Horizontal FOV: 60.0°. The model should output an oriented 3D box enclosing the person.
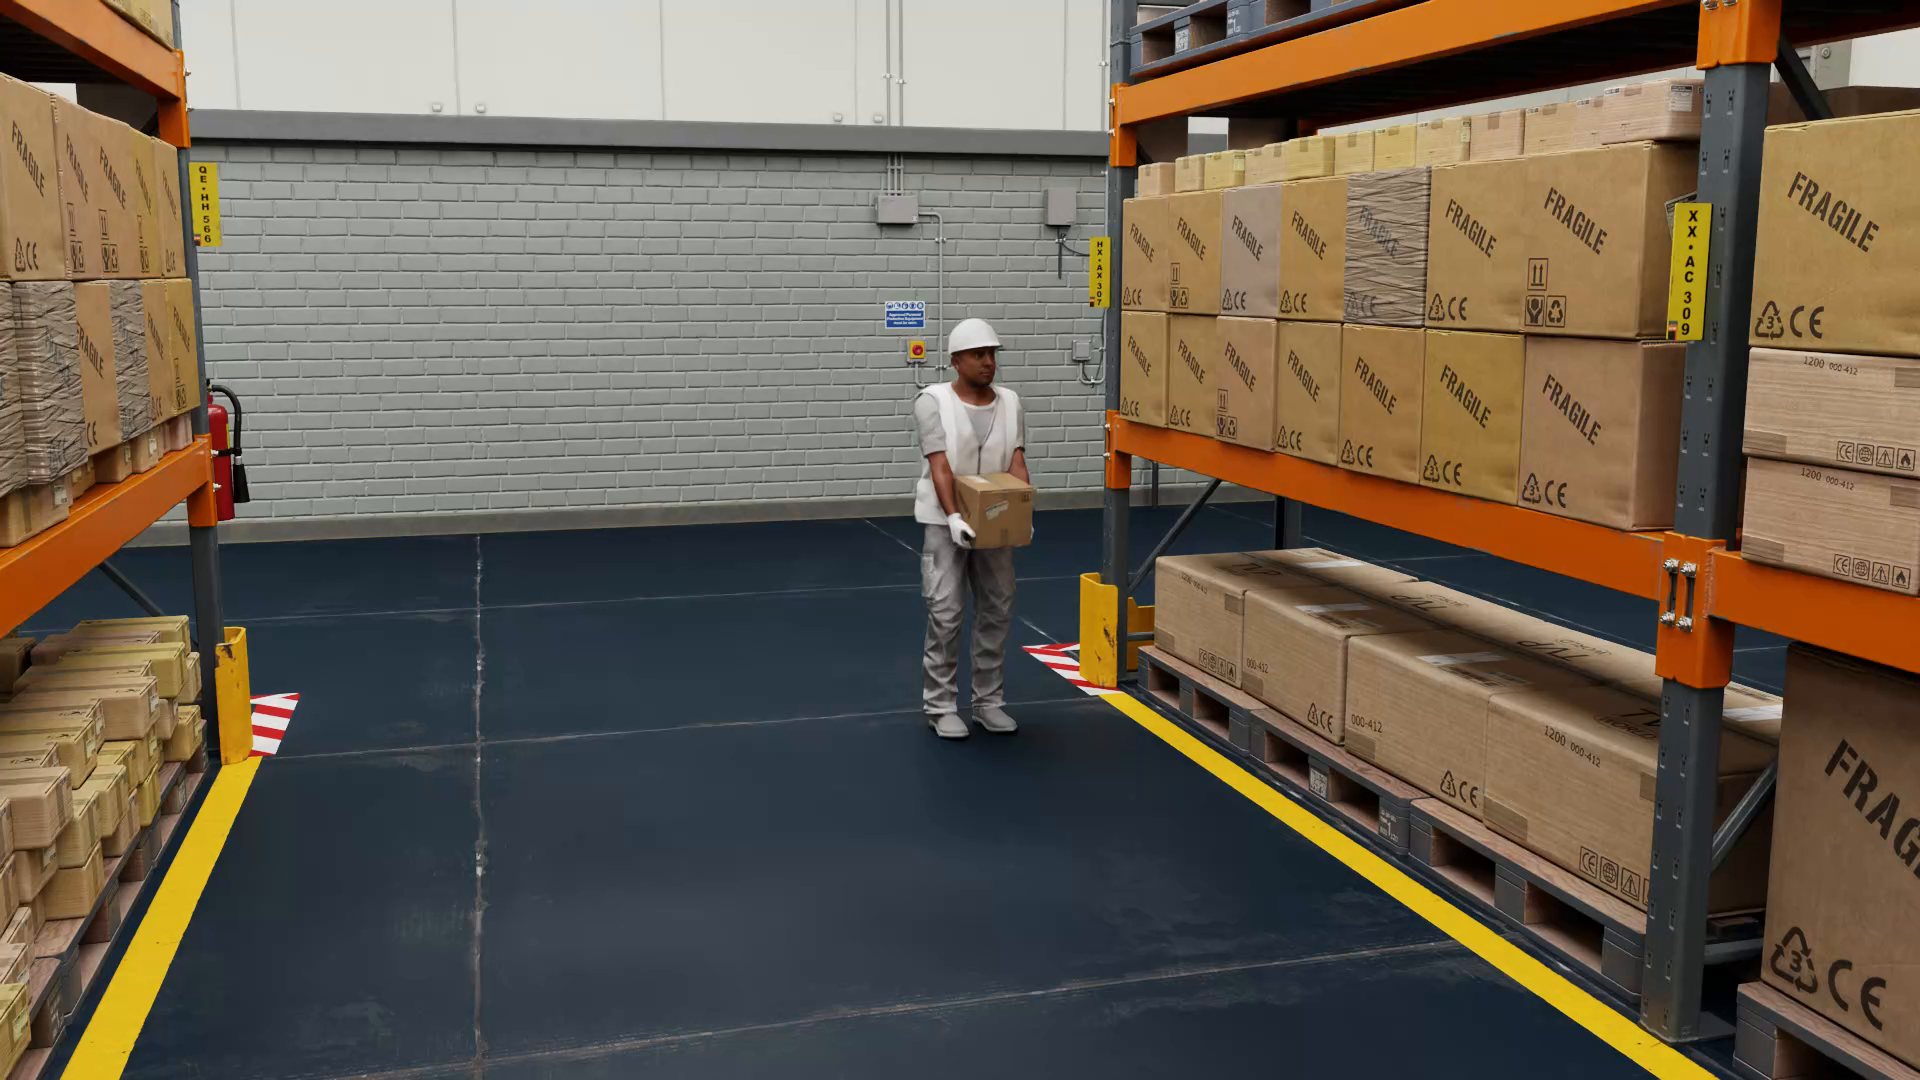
[{"bbox_3d":[0.076,-0.048,7.115,0.491,1.779,0.583,-4,10,-24],"label":"person"}]
